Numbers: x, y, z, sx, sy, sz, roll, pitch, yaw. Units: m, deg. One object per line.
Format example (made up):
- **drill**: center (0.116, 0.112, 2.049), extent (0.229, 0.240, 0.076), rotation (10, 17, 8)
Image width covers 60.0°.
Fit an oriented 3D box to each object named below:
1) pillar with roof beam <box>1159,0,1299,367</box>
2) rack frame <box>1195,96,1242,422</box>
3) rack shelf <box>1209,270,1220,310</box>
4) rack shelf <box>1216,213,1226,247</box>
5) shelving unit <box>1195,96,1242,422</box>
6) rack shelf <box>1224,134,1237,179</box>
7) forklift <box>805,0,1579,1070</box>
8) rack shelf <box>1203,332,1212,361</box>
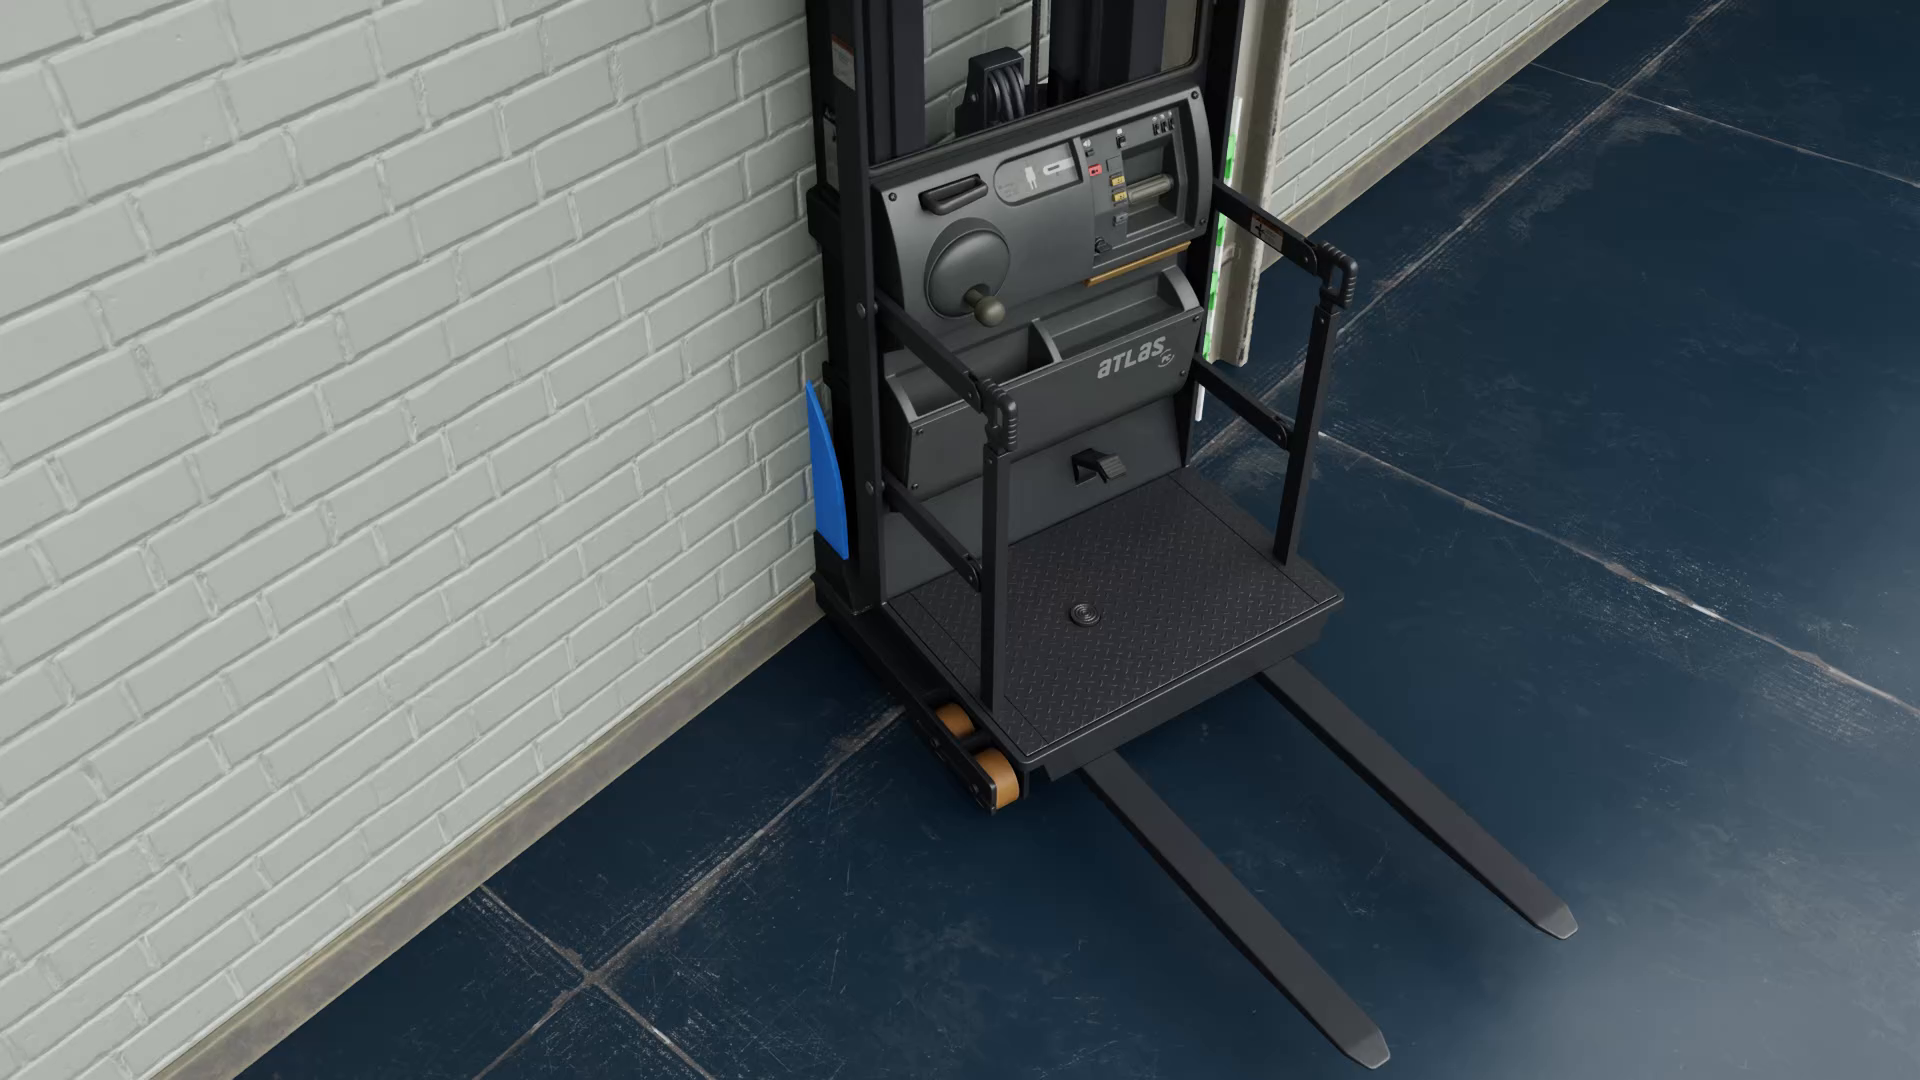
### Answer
- **pillar with roof beam**: center (4.083, -2.074, 0.842), extent (9.100, 9.000, 0.400), rotation (29, 50, 28)
- **rack frame**: center (0.729, -0.902, 5.349), extent (0.240, 1.200, 0.015), rotation (27, 49, 26)
- **rack shelf**: center (0.582, -0.724, 5.248), extent (0.258, 0.148, 0.480), rotation (27, 49, 26)
- **rack shelf**: center (0.583, -0.901, 5.086), extent (0.258, 0.148, 0.480), rotation (27, 49, 26)
- **shelving unit**: center (0.582, -0.771, 5.205), extent (0.258, 1.200, 0.503), rotation (27, 49, 26)
- **rack shelf**: center (0.584, -1.079, 4.925), extent (0.258, 0.148, 0.480), rotation (27, 49, 26)
- **forklift**: center (0.347, -0.731, 3.875), extent (1.130, 2.935, 3.031), rotation (-24, 47, -24)
- **rack shelf**: center (0.581, -0.546, 5.409), extent (0.258, 0.148, 0.480), rotation (27, 49, 26)
